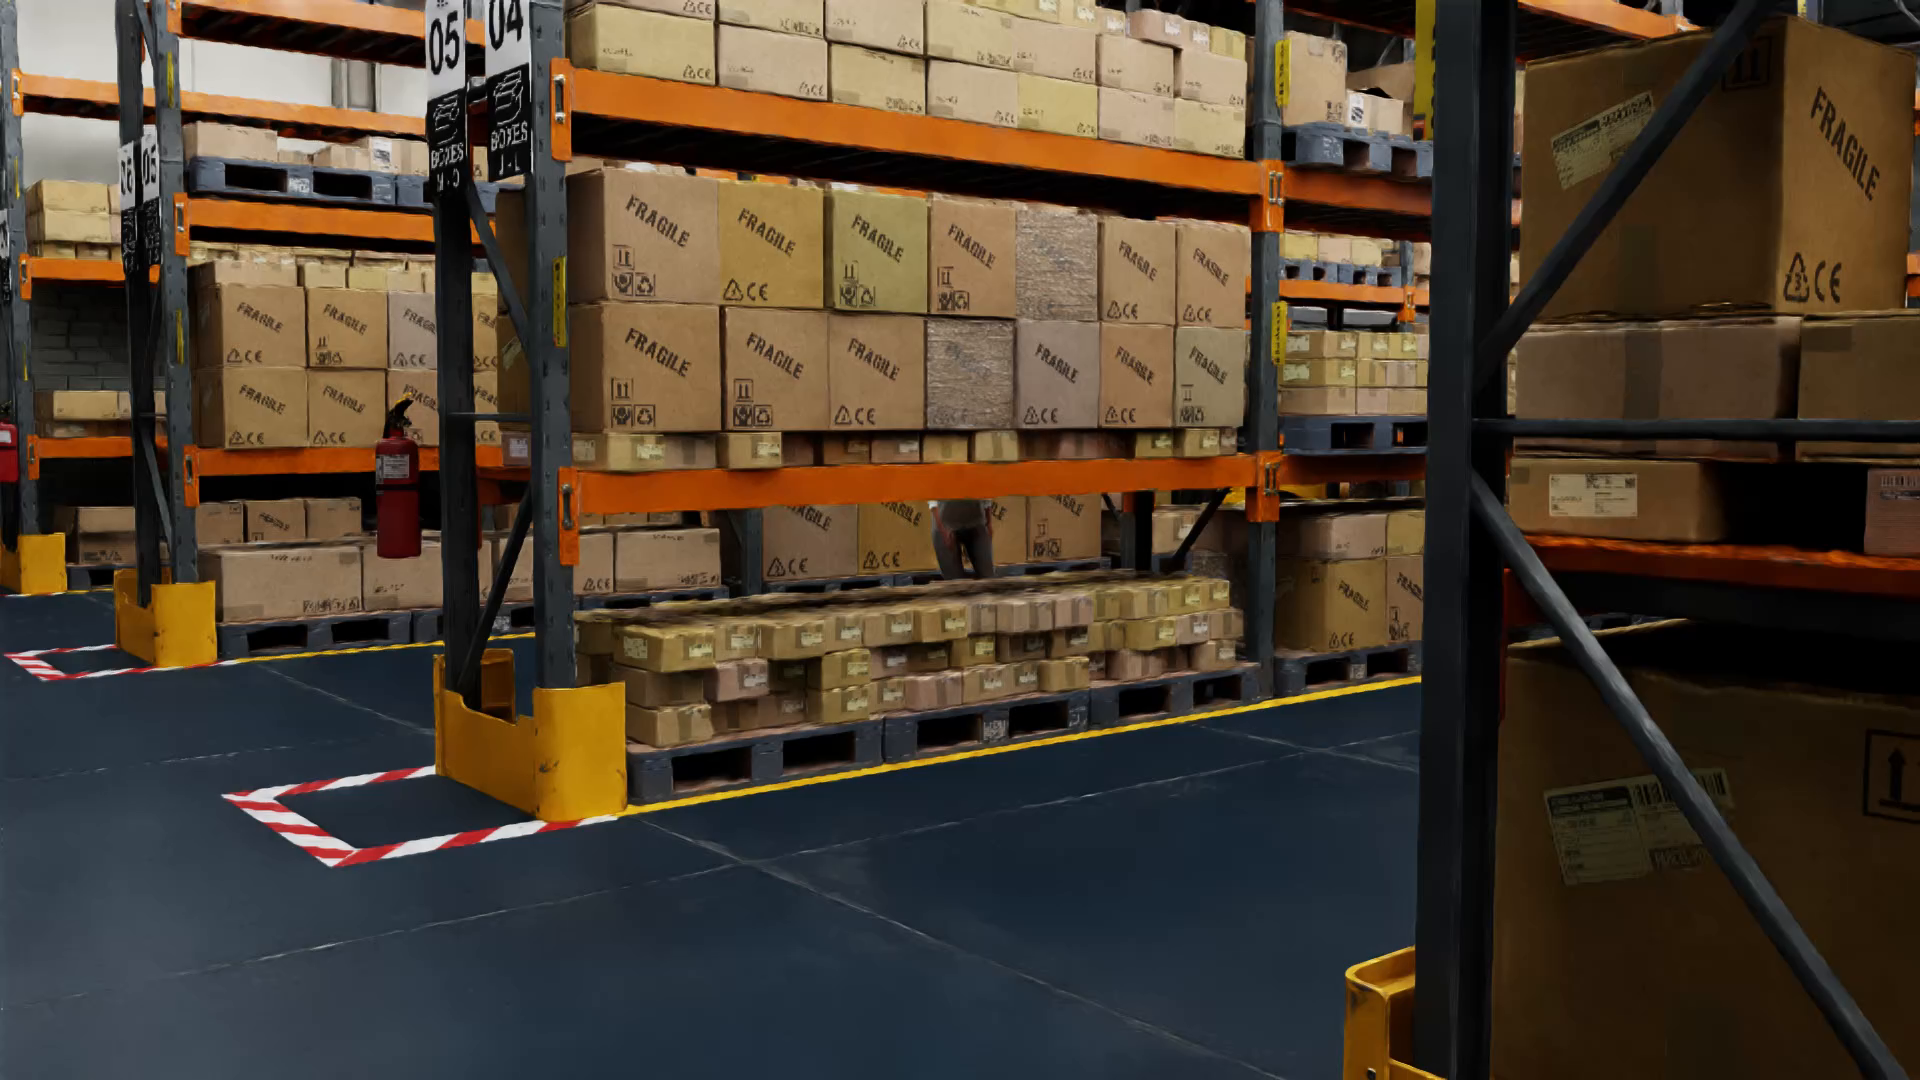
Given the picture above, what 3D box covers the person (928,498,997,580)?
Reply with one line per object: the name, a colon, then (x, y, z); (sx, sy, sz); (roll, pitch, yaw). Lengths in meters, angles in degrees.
person: (0.033, -0.045, 10.150); (0.507, 1.615, 0.375); (-1, 5, -15)
